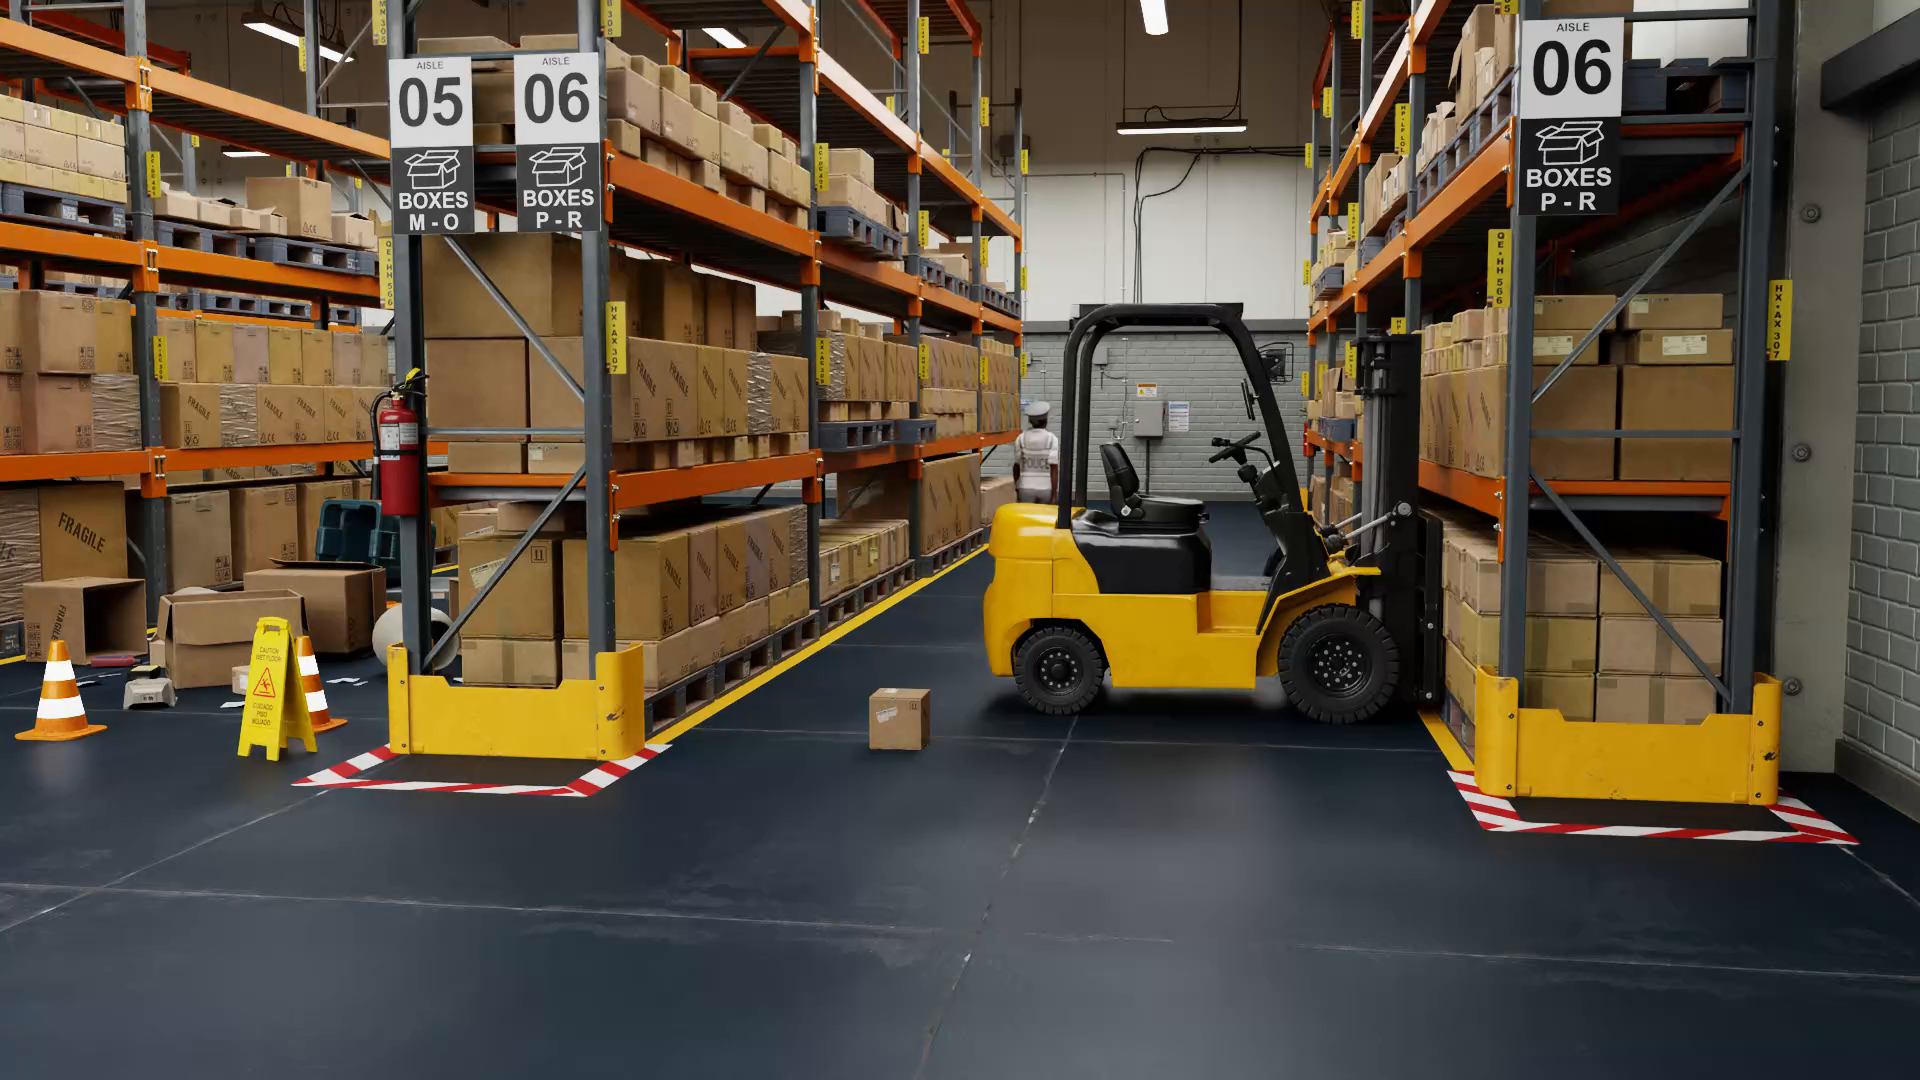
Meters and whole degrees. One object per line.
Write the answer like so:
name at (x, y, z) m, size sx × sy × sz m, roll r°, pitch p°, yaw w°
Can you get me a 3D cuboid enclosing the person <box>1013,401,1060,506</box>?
person at (0.704, -0.450, 15.279) m, size 0.447 × 1.641 × 0.941 m, roll 1°, pitch 5°, yaw 8°
